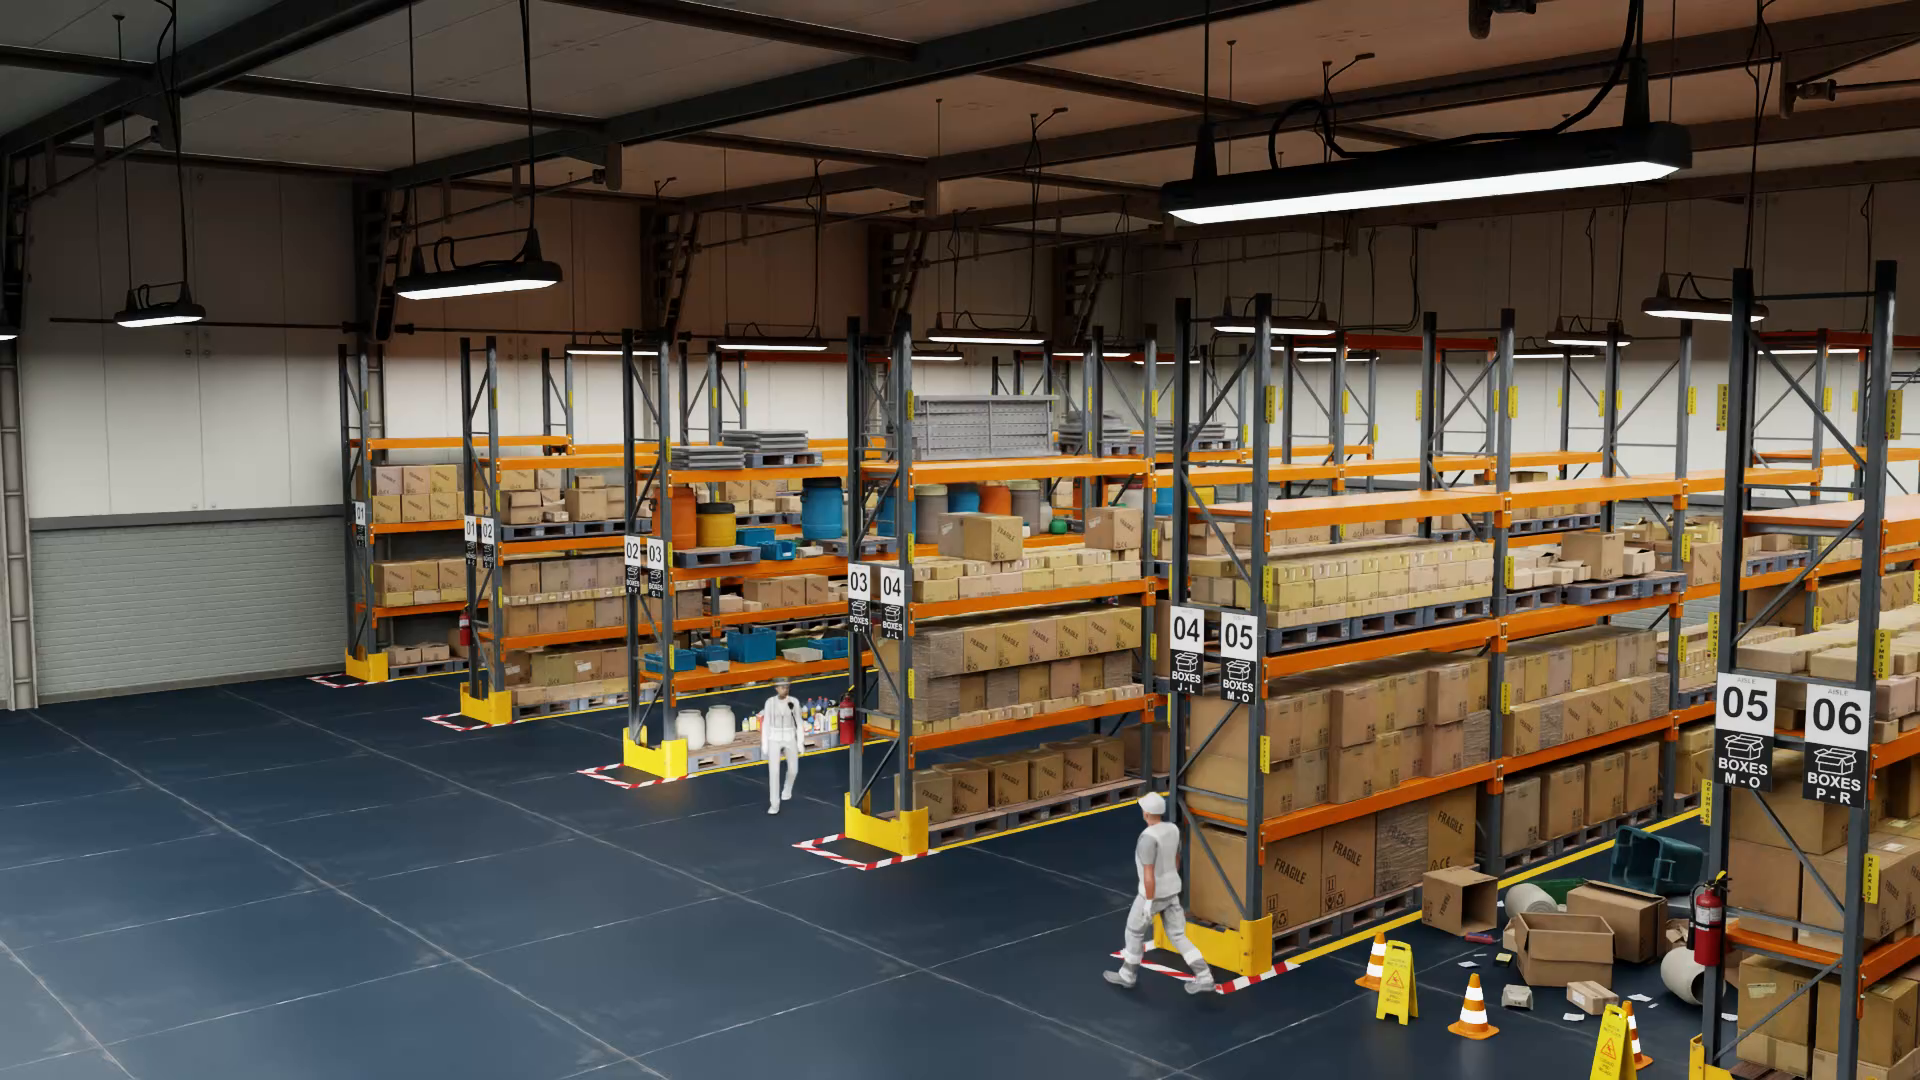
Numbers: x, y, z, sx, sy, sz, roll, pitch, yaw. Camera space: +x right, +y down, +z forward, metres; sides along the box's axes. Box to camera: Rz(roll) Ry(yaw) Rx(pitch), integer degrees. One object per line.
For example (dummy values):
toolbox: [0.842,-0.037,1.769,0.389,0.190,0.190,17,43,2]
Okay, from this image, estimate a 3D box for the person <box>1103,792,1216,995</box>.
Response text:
person: [1.717,3.024,14.201,1.057,1.747,0.607,4,7,41]

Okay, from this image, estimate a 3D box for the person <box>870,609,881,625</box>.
person: [-1.619,1.353,33.931,0.783,1.515,0.486,-3,6,-33]

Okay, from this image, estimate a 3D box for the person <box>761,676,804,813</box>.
person: [-2.202,2.488,20.594,0.509,1.664,0.722,-1,5,-11]
